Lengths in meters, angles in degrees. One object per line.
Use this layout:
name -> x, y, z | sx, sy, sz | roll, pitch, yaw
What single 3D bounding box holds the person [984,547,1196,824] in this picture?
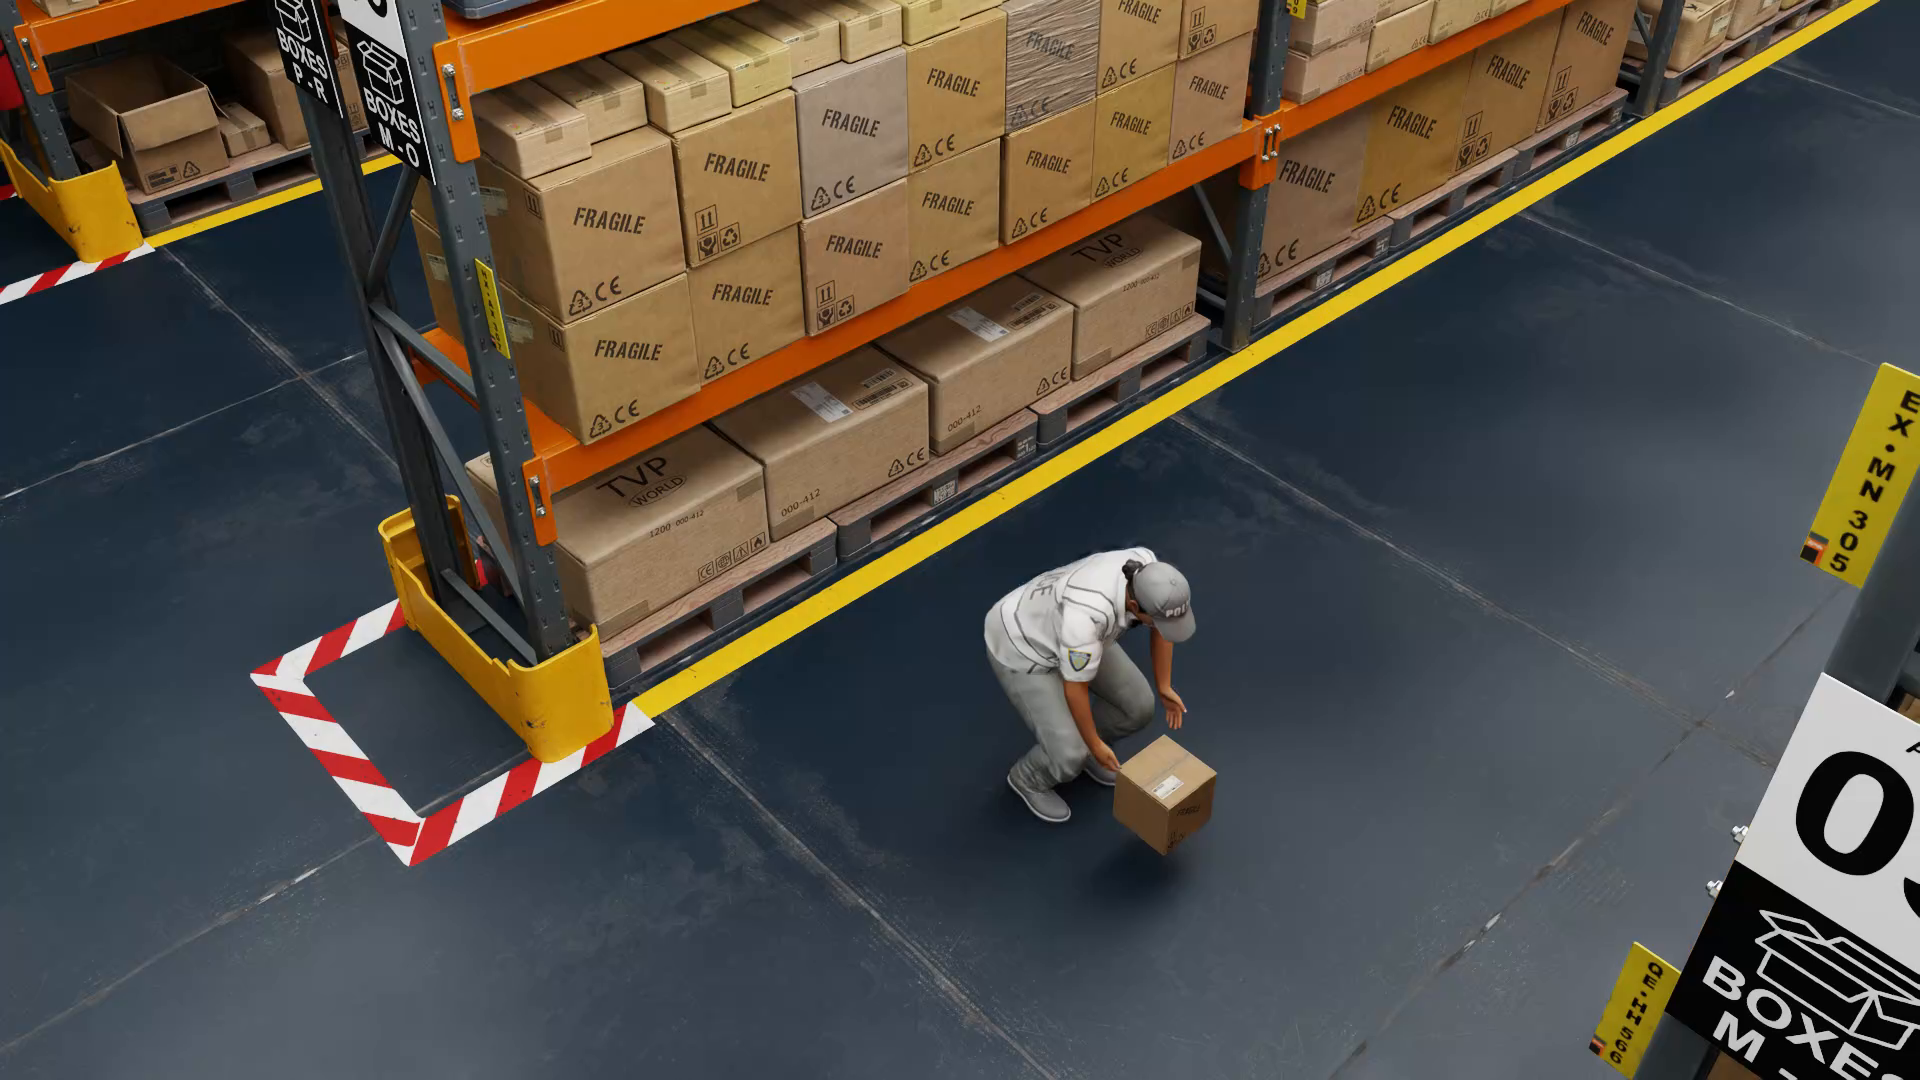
person -> 0.475, 0.460, 5.922 | 0.538, 1.268, 0.772 | -30, 49, -31
